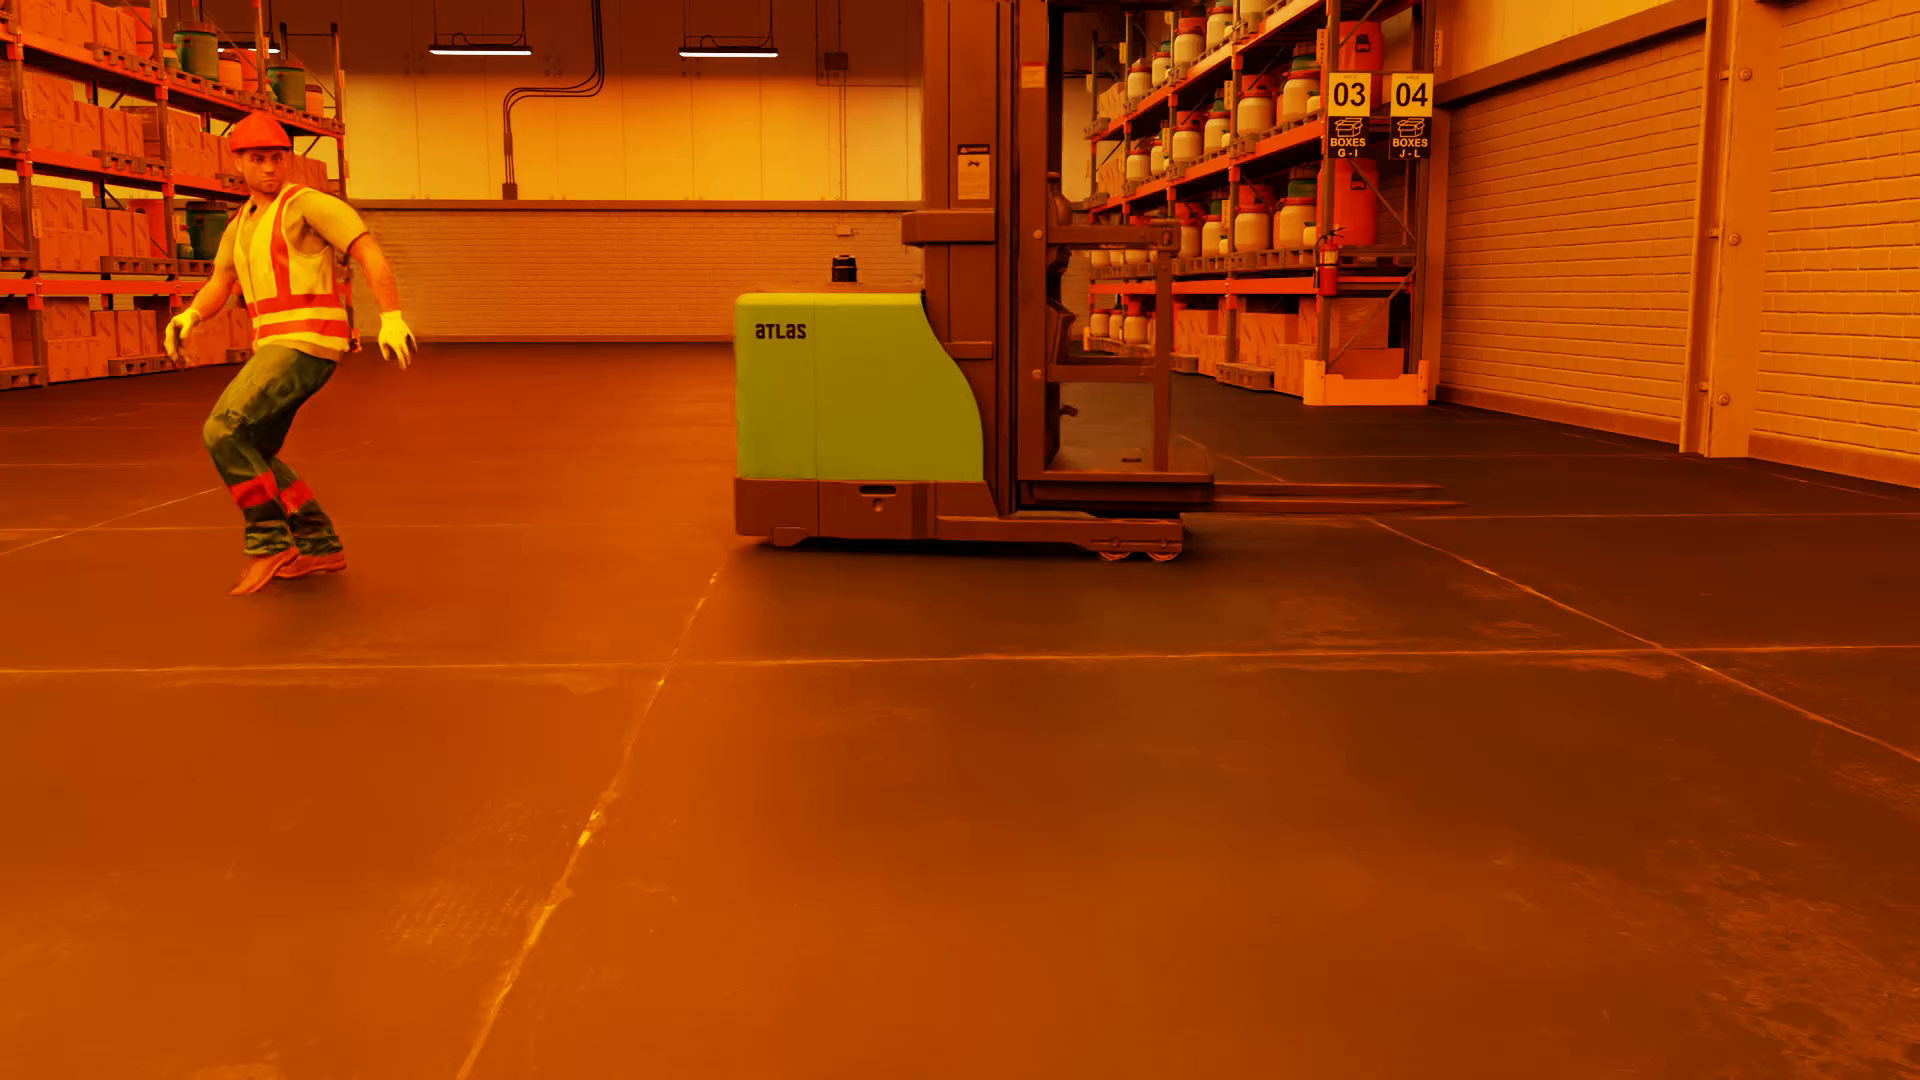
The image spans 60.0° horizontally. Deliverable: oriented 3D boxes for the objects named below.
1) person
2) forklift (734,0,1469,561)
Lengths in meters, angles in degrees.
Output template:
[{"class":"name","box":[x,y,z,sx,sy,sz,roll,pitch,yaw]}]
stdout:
[{"class":"person","box":[-2.488,-0.670,6.136,0.787,1.756,0.673,-6,11,-36]},{"class":"forklift","box":[0.603,-1.446,7.070,3.031,2.935,1.130,1,8,7]}]
